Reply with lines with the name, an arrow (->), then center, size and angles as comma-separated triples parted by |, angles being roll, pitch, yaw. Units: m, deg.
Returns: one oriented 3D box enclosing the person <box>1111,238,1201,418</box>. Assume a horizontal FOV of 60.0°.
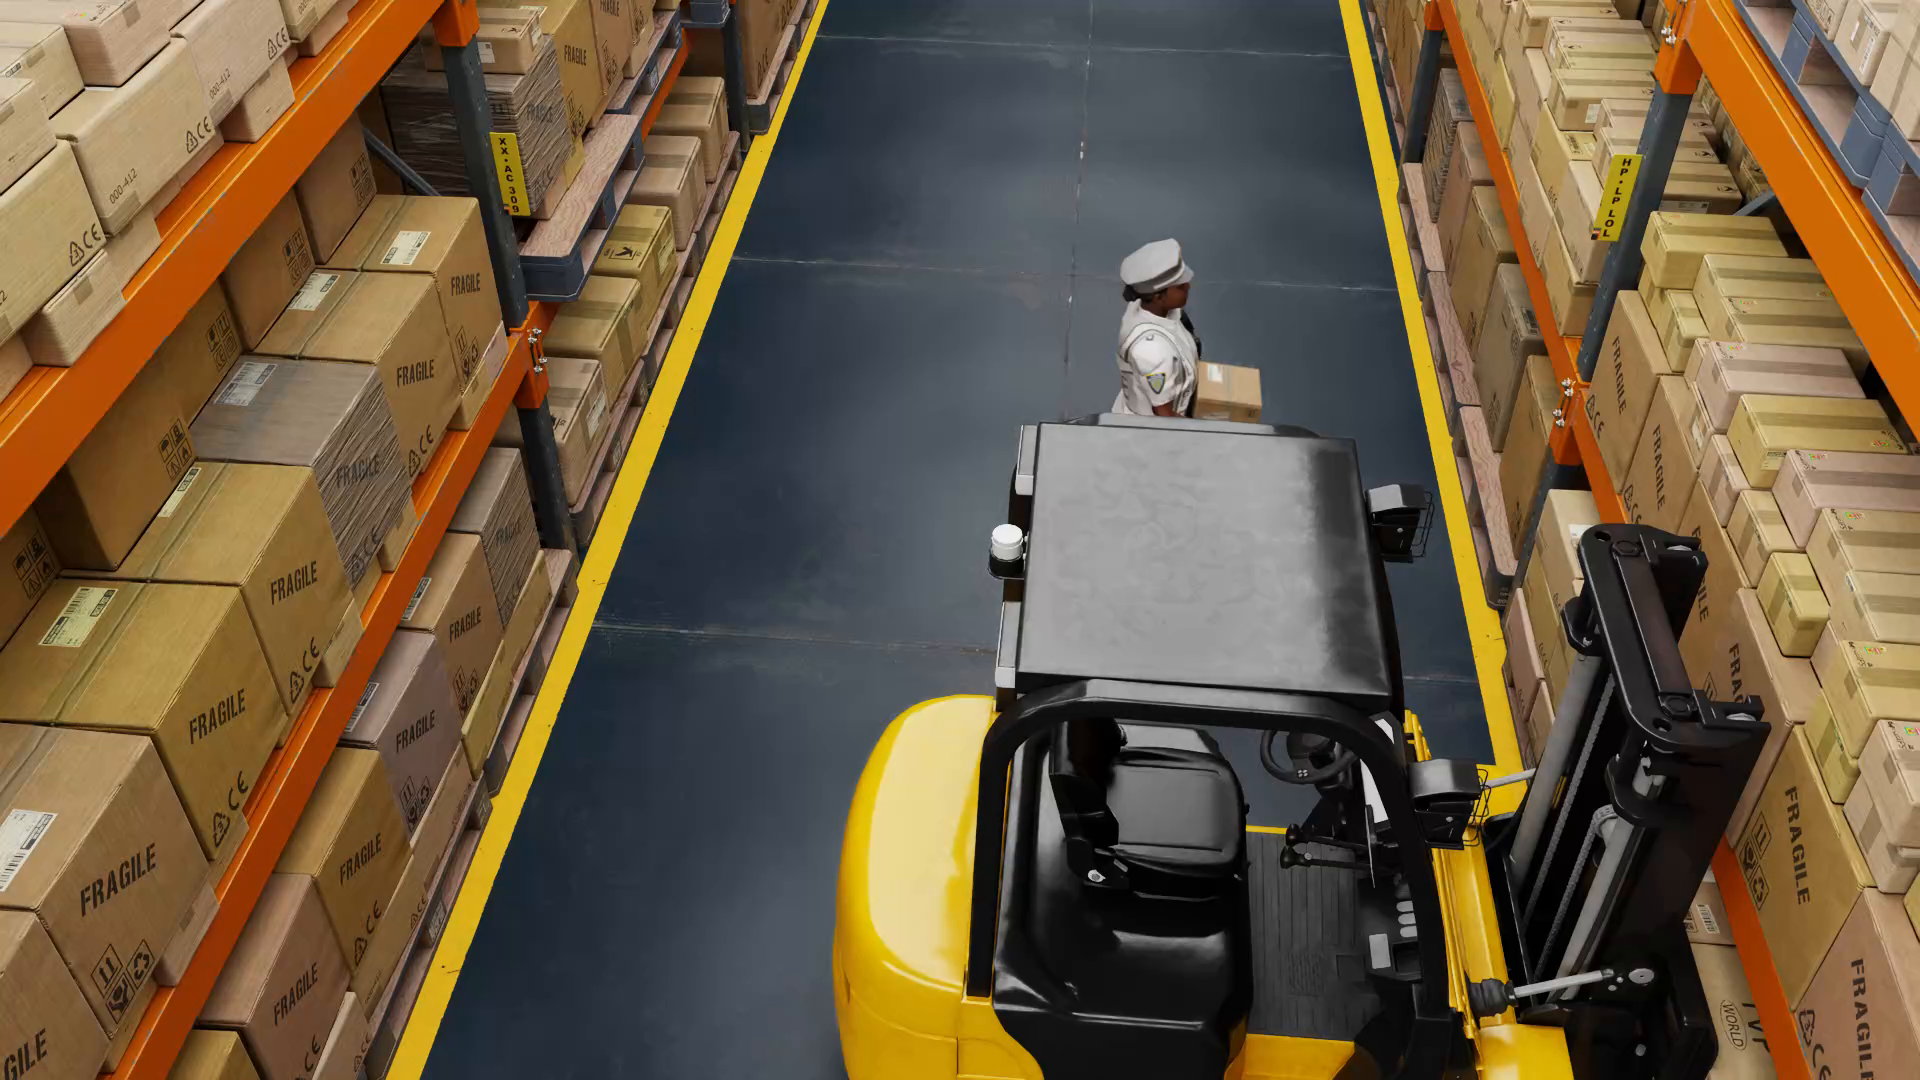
person -> 0.850, -0.420, 6.627 | 0.515, 1.692, 0.460 | 3, 40, 4
